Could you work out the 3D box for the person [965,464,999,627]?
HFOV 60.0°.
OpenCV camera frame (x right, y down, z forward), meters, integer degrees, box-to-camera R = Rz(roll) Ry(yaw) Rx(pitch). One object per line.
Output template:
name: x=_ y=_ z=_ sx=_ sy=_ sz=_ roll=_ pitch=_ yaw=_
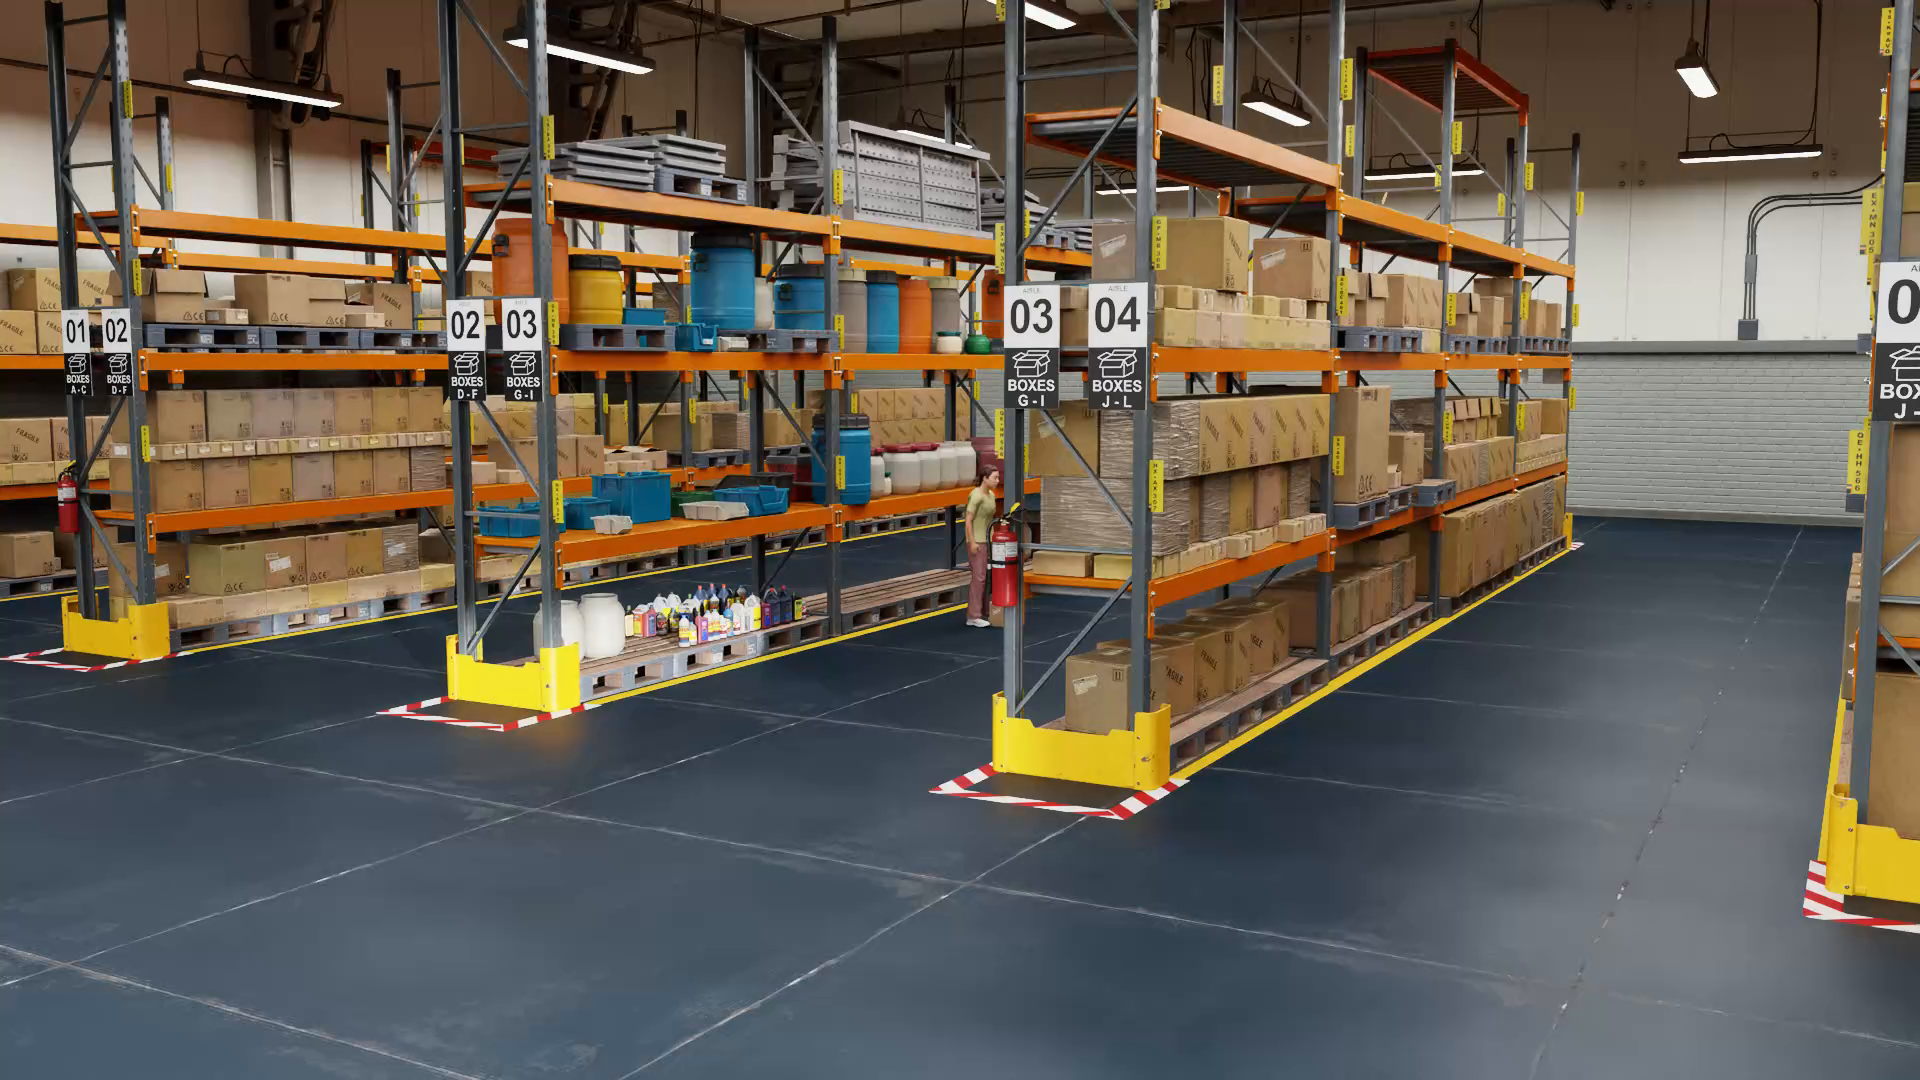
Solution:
person: x=0.248 y=0.043 z=17.272 sx=0.360 sy=1.672 sz=0.498 roll=3 pitch=7 yaw=29
